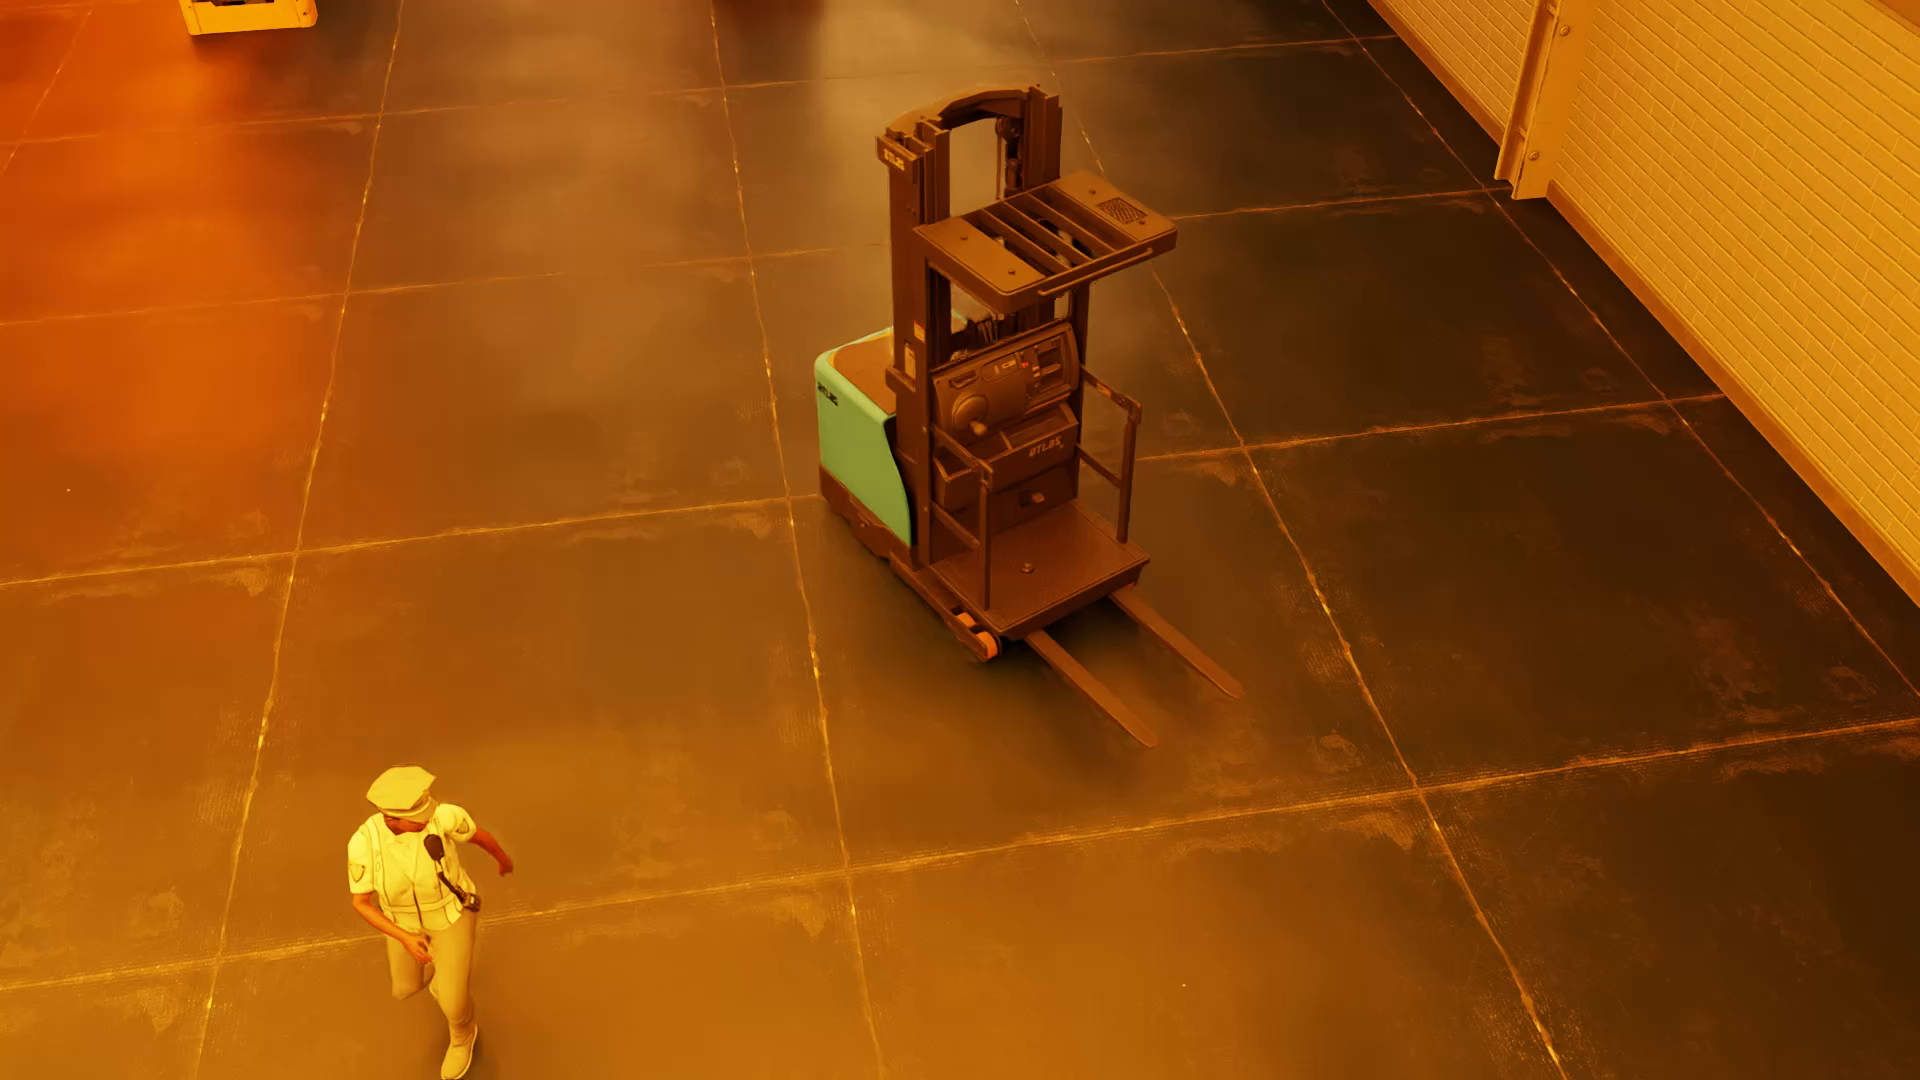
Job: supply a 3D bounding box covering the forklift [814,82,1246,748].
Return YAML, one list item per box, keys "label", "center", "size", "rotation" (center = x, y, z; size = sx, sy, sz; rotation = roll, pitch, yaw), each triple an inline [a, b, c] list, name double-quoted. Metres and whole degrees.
- label: "forklift"
  center: [0.382, -0.792, 8.889]
  size: [1.130, 2.935, 3.031]
  rotation: [-25, 46, -26]

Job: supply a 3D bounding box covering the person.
- label: "person"
  center: [-2.246, 1.594, 7.127]
  size: [0.556, 1.593, 0.668]
  rotation: [-1, 40, -1]
